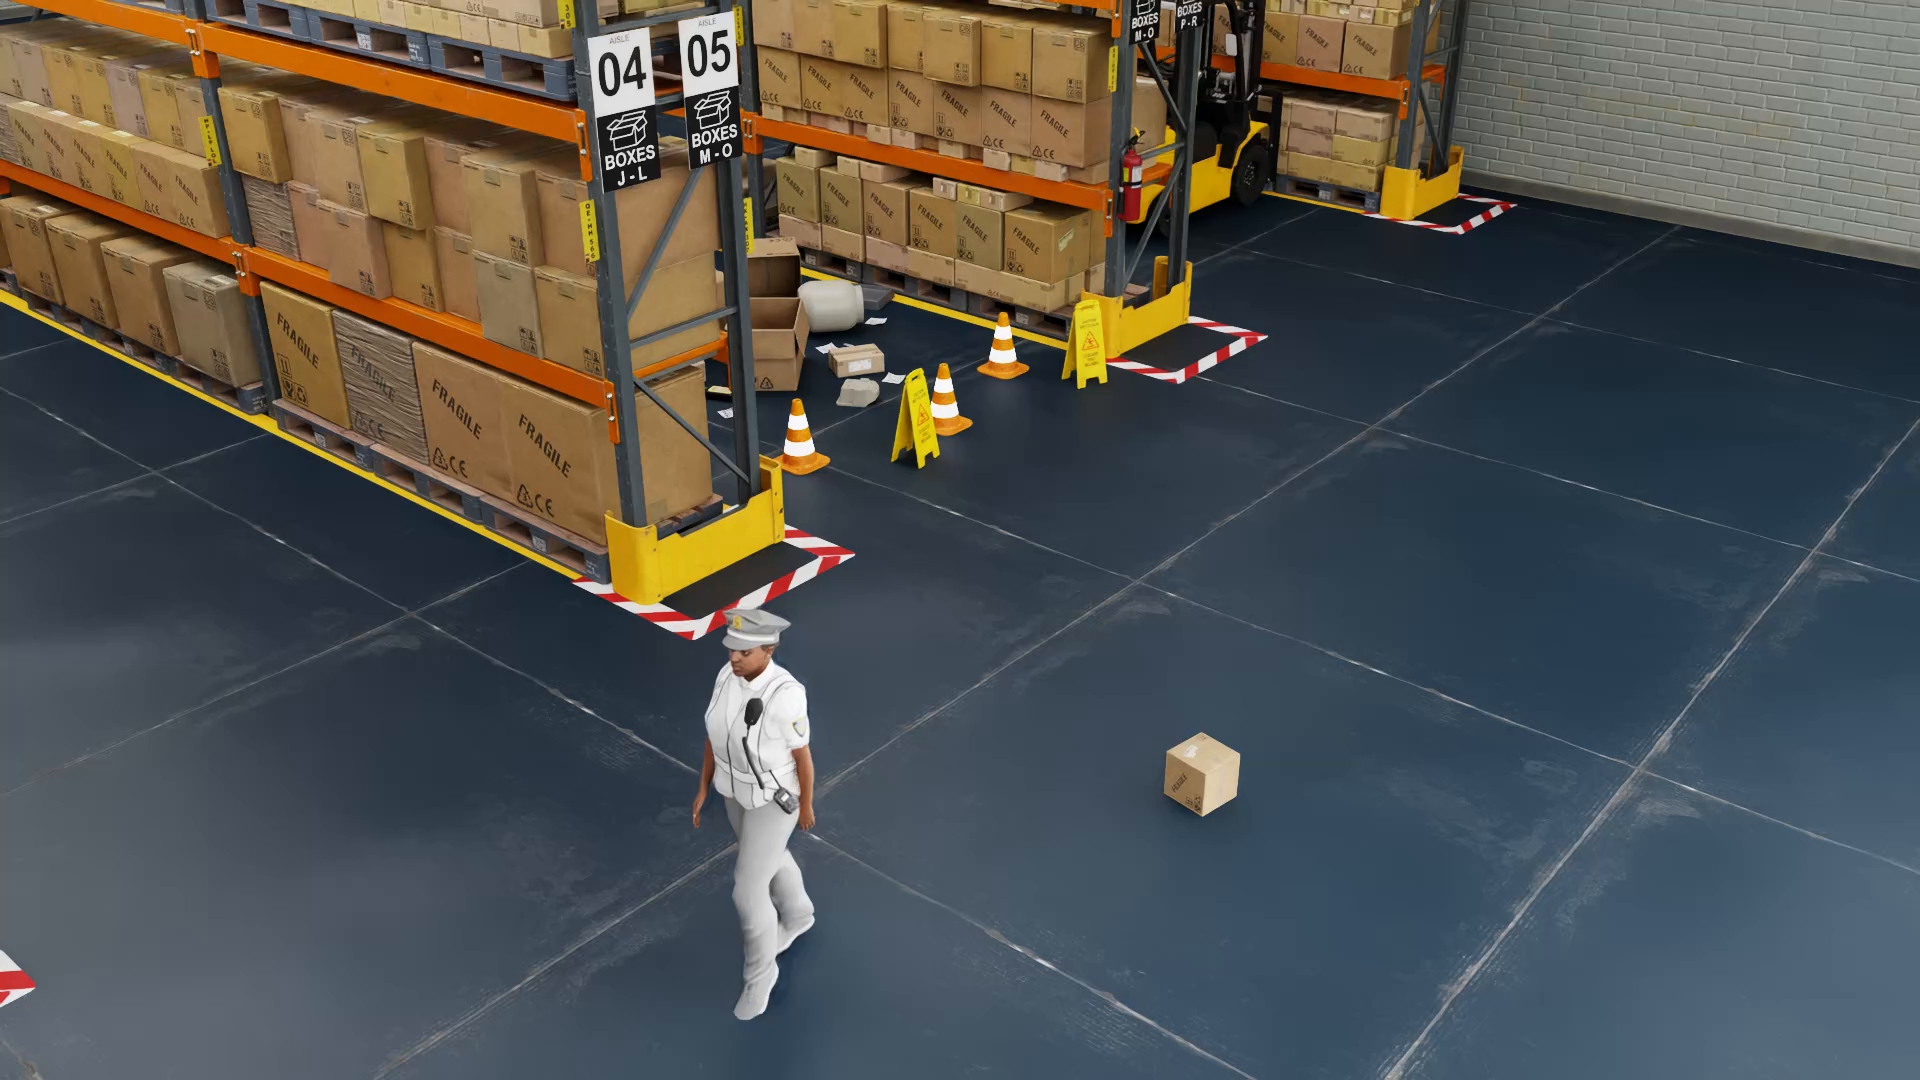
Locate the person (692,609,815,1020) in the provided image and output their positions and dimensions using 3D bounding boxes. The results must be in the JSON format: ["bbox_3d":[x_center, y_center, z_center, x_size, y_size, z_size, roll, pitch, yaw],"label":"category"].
[{"bbox_3d":[-0.829,1.048,6.613,0.446,1.759,0.593,23,36,37],"label":"person"}]
